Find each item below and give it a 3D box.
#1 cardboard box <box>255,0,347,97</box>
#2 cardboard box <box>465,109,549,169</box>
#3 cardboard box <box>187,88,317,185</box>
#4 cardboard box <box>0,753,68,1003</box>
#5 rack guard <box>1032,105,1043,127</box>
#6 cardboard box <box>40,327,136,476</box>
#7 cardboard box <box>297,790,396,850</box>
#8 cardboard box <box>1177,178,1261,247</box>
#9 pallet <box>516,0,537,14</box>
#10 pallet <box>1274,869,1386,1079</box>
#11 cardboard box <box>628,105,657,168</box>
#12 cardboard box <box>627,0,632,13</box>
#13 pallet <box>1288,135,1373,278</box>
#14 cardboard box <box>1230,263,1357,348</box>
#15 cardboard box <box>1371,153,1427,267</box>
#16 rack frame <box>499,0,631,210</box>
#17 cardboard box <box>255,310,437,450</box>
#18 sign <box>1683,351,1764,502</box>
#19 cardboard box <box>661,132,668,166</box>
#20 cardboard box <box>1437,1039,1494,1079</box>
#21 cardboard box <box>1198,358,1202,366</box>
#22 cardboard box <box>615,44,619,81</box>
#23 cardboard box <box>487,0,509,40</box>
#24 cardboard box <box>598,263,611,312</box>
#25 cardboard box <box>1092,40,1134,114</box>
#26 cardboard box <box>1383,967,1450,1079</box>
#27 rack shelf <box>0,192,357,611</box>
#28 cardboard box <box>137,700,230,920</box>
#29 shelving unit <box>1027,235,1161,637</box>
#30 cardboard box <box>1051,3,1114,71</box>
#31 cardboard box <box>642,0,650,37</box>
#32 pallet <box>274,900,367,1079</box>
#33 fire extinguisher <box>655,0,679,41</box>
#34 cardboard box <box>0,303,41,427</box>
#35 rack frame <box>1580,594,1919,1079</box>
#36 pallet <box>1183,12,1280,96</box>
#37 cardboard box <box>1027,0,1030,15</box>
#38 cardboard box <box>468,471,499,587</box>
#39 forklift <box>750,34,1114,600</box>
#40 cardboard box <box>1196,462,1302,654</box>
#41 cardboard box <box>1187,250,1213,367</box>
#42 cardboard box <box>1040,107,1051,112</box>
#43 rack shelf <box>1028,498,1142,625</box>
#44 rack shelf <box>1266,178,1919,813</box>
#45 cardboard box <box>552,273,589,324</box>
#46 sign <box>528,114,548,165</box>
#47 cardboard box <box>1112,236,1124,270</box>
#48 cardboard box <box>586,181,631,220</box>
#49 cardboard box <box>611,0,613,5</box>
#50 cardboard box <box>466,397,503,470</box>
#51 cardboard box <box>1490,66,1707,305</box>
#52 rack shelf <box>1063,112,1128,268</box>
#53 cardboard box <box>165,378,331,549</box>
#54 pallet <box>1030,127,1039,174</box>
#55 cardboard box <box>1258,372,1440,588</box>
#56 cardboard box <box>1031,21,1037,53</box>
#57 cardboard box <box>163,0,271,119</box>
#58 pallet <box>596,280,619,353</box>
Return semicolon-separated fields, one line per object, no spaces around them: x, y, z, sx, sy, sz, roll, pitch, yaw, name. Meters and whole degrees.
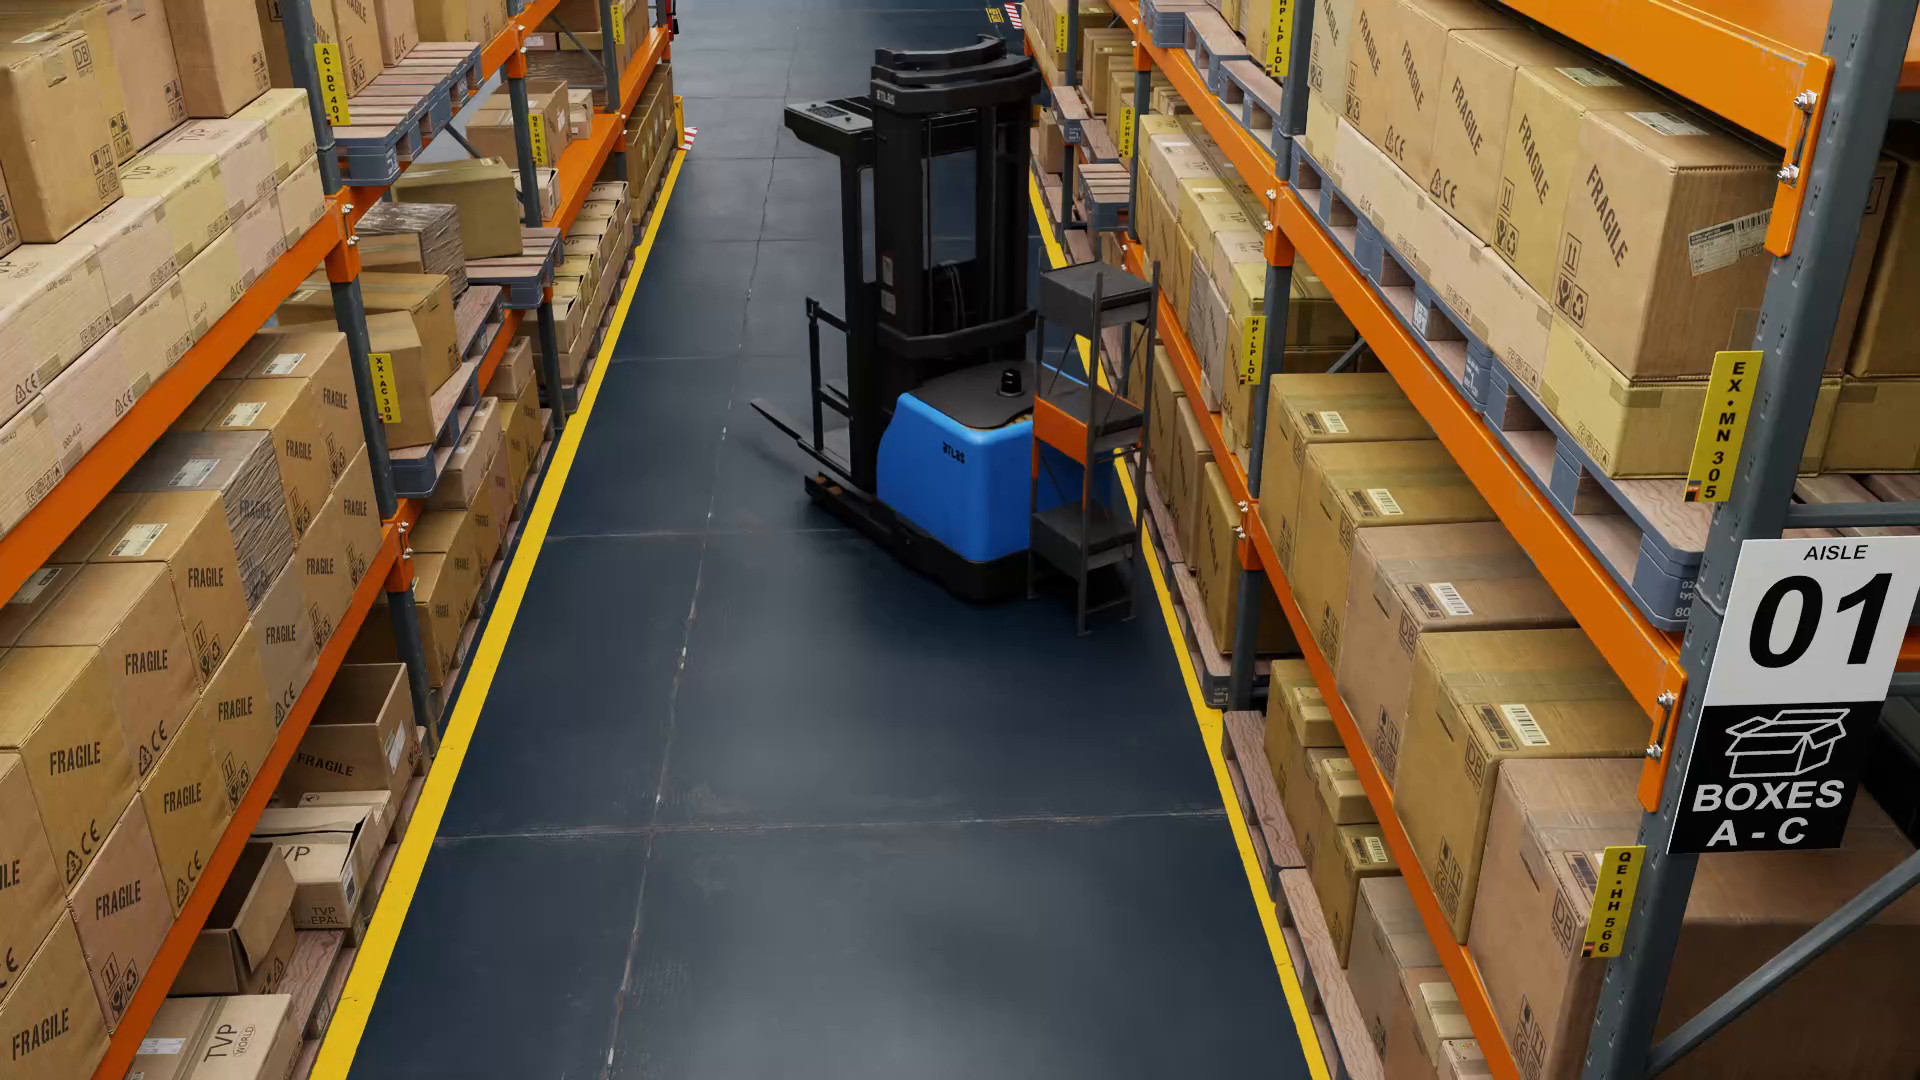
-3.041;-2.108;7.133;0.600;0.600;0.600;-4;28;-8;cardboard box
-3.401;-2.934;12.524;0.500;0.500;0.500;-3;28;-5;cardboard box
-2.791;-1.535;6.328;0.500;0.250;0.500;-1;28;-3;cardboard box
-2.639;0.880;4.130;0.500;0.500;0.500;-1;28;-1;cardboard box
1.236;-4.788;18.889;1.175;0.500;0.348;-1;28;-3;rack guard
-2.693;-0.390;4.673;0.500;0.250;0.500;-1;28;-3;cardboard box
-2.695;1.229;7.258;0.380;0.149;0.250;-1;28;-3;cardboard box
1.508;-1.824;9.241;0.500;0.250;0.500;-2;28;-4;cardboard box
-3.422;-3.673;11.009;1.213;0.211;1.003;0;28;0;pallet
1.887;1.765;6.638;1.003;0.211;1.213;-1;28;-3;pallet
-3.270;-3.946;16.280;0.500;0.500;0.500;-1;28;-3;cardboard box
-3.421;-5.254;16.270;0.380;0.149;0.250;-2;28;-3;cardboard box
1.891;-1.302;6.355;1.003;0.211;1.213;-1;28;-3;pallet
1.579;-1.117;7.885;0.500;0.250;0.500;-1;28;-1;cardboard box
1.678;-1.086;5.444;0.500;0.250;0.500;-2;28;-4;cardboard box
-3.506;-3.963;14.604;1.000;3.000;0.127;-1;28;-3;rack frame
-2.889;-0.723;7.830;0.700;0.500;0.500;-11;29;-20;cardboard box
1.525;-0.223;3.319;0.100;0.325;0.005;-1;28;-3;sign
-3.326;-4.075;17.339;0.500;0.250;0.500;-1;28;-3;cardboard box
1.743;1.716;5.263;0.380;0.149;0.250;-2;28;-3;cardboard box
1.536;-1.024;9.220;0.380;0.149;0.250;-2;28;-4;cardboard box
-3.569;-4.455;15.440;0.700;0.500;0.500;-2;28;-3;cardboard box
-3.240;-3.289;9.961;0.910;0.500;0.500;-1;28;-3;cardboard box
-3.118;-2.040;13.438;0.500;0.250;0.500;-1;28;-2;cardboard box
1.456;-3.829;13.765;0.700;0.500;0.500;1;28;3;cardboard box
1.905;1.828;5.751;0.700;0.500;0.500;-1;28;-3;cardboard box
-2.984;-0.356;5.223;1.077;0.370;4.000;-1;28;-3;rack shelf
-2.695;0.853;5.262;0.500;0.500;0.500;-1;28;-3;cardboard box
0.702;-0.538;9.003;0.431;2.100;0.503;-16;32;-29;shelving unit
1.108;-4.570;15.098;0.500;0.500;0.500;-1;28;-3;cardboard box
-3.703;-5.638;17.709;0.700;0.500;0.500;-1;28;-3;cardboard box
-2.986;1.850;6.475;1.003;0.211;1.213;-1;28;-3;pallet
-3.257;-5.842;18.290;0.296;0.674;0.183;-1;28;-3;fire extinguisher
-2.665;-0.381;4.114;0.500;0.250;0.500;-1;28;-3;cardboard box
2.068;1.458;4.212;1.000;3.000;0.127;-1;28;-3;rack frame
1.798;-2.671;9.087;1.003;0.211;1.213;0;28;0;pallet
0.973;-5.750;17.361;0.500;0.500;0.500;-1;28;-2;cardboard box
-2.927;-0.061;9.351;0.500;0.500;0.500;-1;28;-2;cardboard box
-0.339;-1.589;10.127;1.130;2.935;3.031;-18;32;-30;forklift
1.695;0.080;8.723;0.750;0.750;0.750;-1;28;-2;cardboard box
1.529;-1.249;8.950;0.500;0.500;0.500;-1;28;-3;cardboard box
1.178;-4.613;18.282;0.500;0.311;0.500;-4;28;-8;cardboard box
0.695;0.093;9.336;0.431;0.518;0.480;-16;32;-29;rack shelf
1.963;-0.477;5.455;1.077;0.370;4.000;-1;28;-3;rack shelf
-3.067;-1.823;12.414;0.500;0.311;0.500;-2;28;-4;cardboard box
-2.755;-2.611;10.847;0.100;0.325;0.005;-1;28;-3;sign
1.595;-2.124;13.307;0.700;0.500;0.500;-2;28;-3;cardboard box
-3.198;-2.998;14.668;0.500;0.311;0.500;-1;28;-3;cardboard box
-3.563;-5.020;15.121;0.700;0.500;0.500;-1;28;-3;cardboard box
-2.949;-0.610;9.593;0.500;0.250;0.500;-2;28;-4;cardboard box
1.742;-0.932;4.338;0.500;0.500;0.500;-1;28;-1;cardboard box
1.545;-2.842;13.232;1.077;0.370;4.000;-1;28;-3;rack shelf
-2.774;-0.292;6.377;0.500;0.500;0.500;-2;28;-4;cardboard box
1.243;-4.284;18.235;1.003;0.211;1.213;-1;28;-3;pallet
1.871;-0.272;7.203;0.980;0.700;0.700;-1;28;-2;cardboard box
1.003;-5.166;17.052;0.500;0.250;0.500;-2;28;-3;cardboard box
-3.024;-1.862;6.144;0.700;0.500;0.500;-1;28;-3;cardboard box
-3.362;-1.822;13.516;1.003;0.211;1.213;-1;28;-3;pallet
